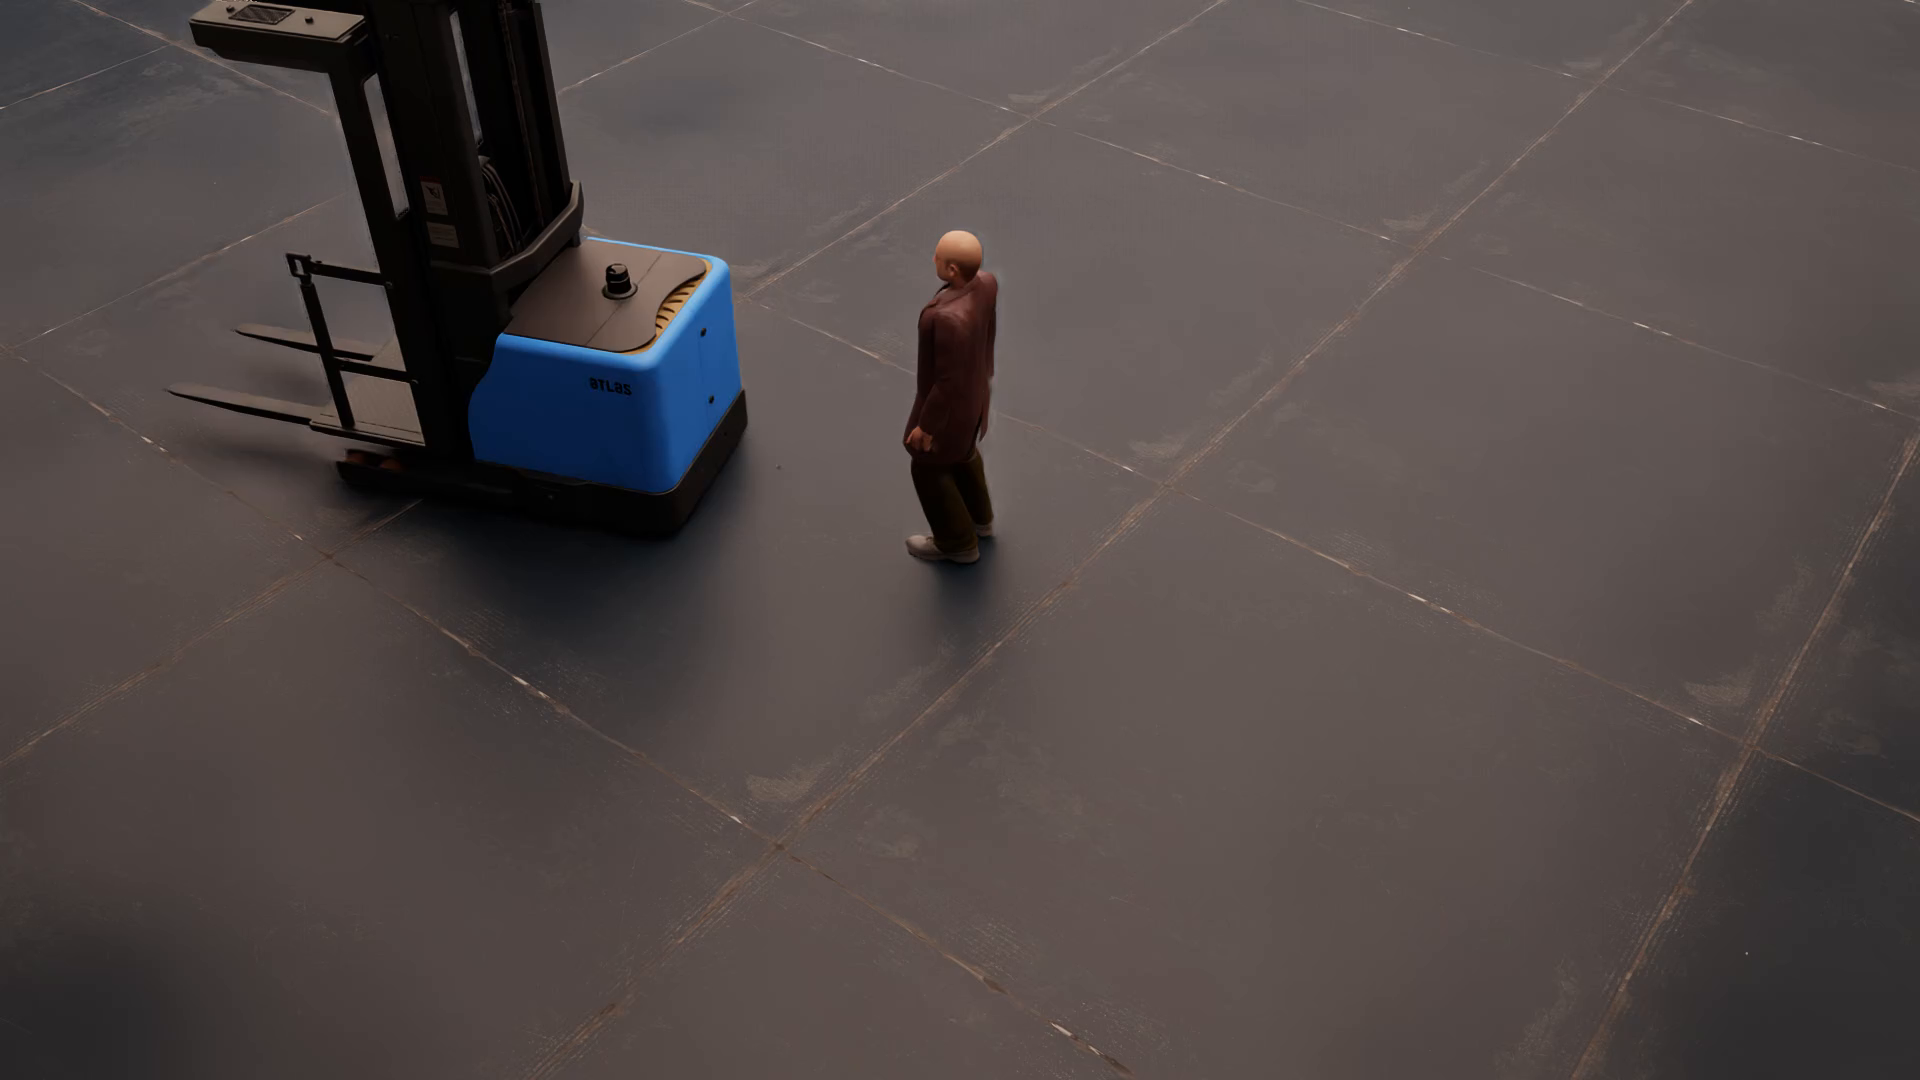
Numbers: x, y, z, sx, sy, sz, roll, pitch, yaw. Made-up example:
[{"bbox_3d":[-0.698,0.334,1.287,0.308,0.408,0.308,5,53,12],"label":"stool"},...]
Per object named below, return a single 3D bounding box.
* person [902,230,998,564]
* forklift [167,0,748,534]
[{"bbox_3d":[-0.060,-0.650,7.754,0.384,1.772,0.645,13,42,15],"label":"person"},{"bbox_3d":[-2.719,-1.685,8.050,3.031,2.935,1.130,11,42,12],"label":"forklift"}]
